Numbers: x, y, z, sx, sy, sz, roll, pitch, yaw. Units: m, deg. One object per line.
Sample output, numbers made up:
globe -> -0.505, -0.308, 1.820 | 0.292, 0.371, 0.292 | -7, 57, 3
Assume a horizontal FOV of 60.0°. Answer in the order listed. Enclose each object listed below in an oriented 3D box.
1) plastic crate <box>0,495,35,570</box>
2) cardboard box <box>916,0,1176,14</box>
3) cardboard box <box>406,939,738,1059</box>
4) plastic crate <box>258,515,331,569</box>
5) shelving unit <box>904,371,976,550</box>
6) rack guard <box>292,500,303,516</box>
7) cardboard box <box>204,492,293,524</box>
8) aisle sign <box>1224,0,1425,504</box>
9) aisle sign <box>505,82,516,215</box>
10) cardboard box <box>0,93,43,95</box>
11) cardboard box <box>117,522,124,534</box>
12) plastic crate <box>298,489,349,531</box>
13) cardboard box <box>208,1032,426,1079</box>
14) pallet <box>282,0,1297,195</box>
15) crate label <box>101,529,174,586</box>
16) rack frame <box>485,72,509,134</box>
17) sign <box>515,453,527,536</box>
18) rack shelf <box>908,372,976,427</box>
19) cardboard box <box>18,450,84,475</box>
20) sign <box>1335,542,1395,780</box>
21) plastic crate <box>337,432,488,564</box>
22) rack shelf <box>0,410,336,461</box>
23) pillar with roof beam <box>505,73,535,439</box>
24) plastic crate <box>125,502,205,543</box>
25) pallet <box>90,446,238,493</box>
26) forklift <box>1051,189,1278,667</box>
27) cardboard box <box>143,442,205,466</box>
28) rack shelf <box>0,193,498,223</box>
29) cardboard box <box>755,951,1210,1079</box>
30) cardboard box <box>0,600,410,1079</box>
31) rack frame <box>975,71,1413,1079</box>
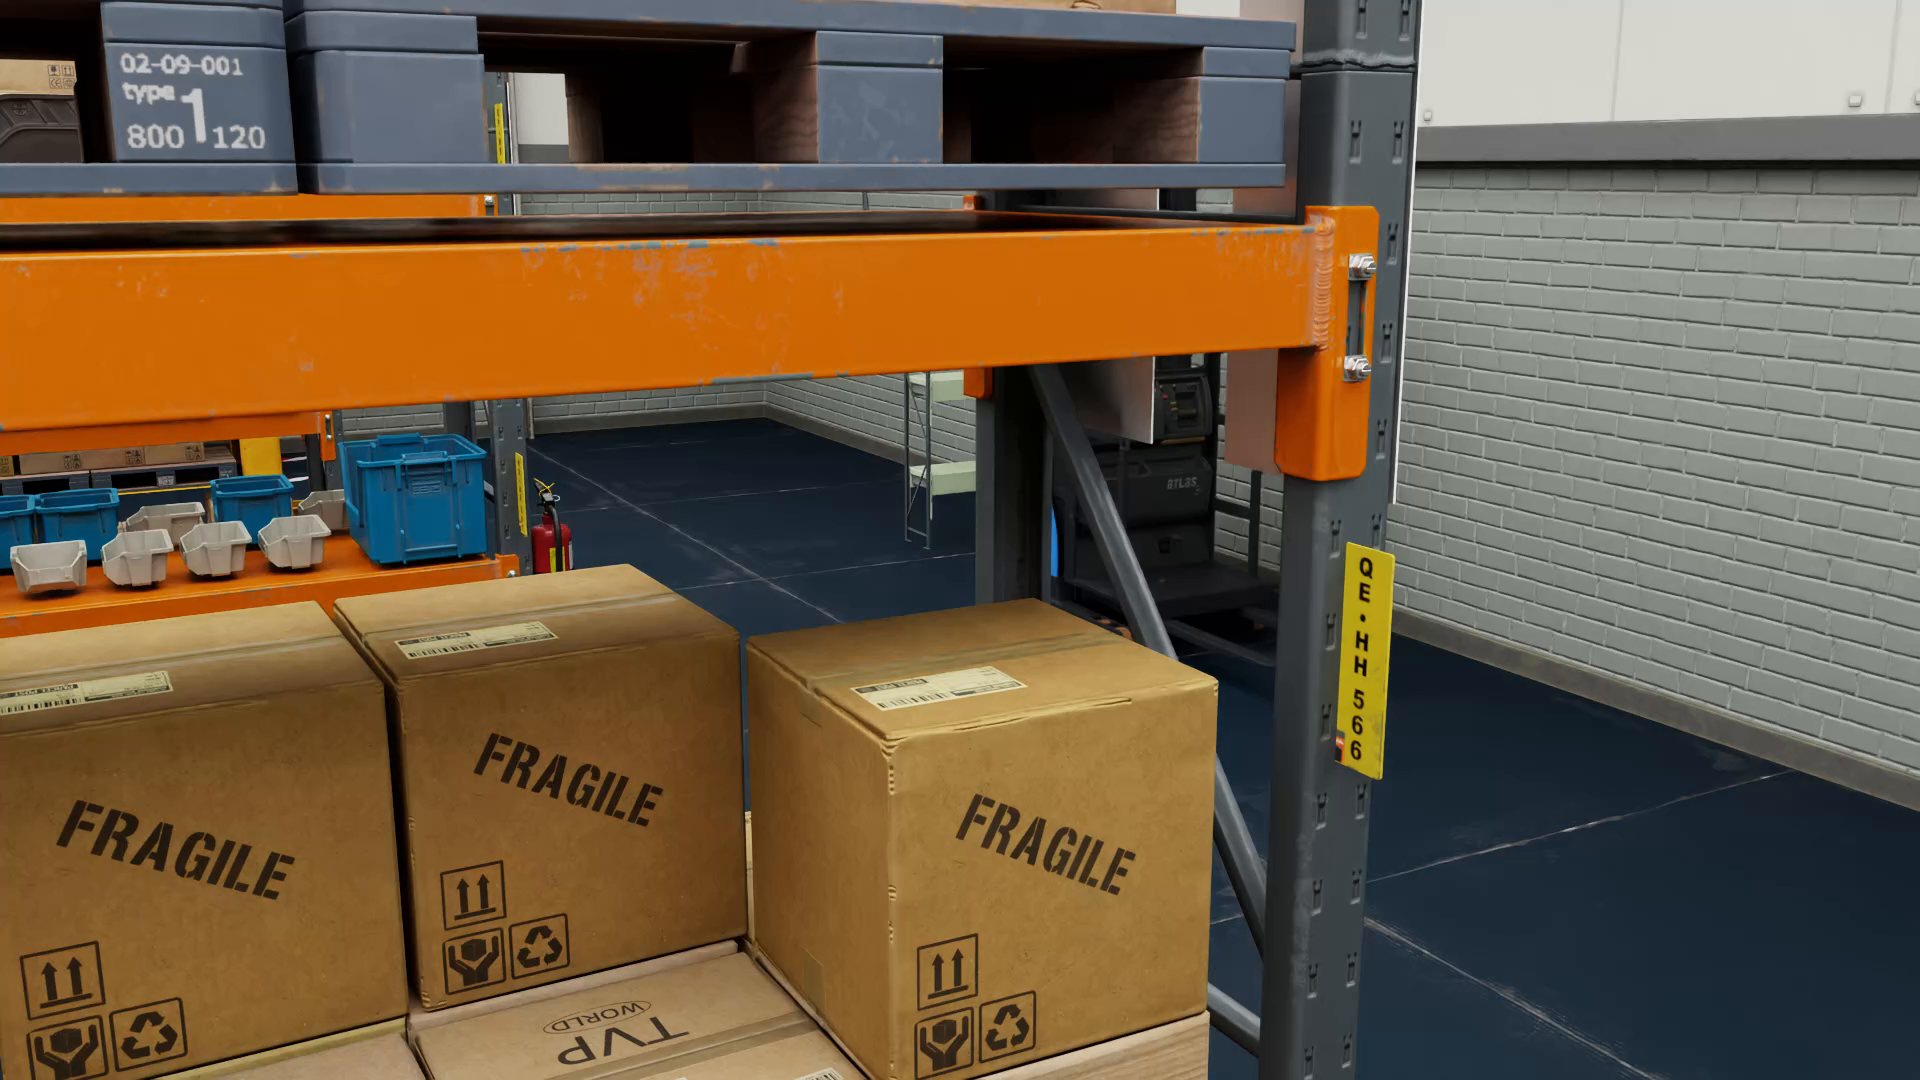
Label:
plastic crate -> -3.847, -0.025, 6.632 | 0.300, 0.233, 0.416 | -7, 14, -28
cardboard box -> -0.111, -0.956, 2.282 | 0.500, 0.500, 0.700 | -8, 15, -31
cardboard box -> -0.684, 0.727, 2.711 | 0.500, 0.250, 0.500 | -7, 14, -29
plastic crate -> -2.683, 0.010, 6.696 | 0.243, 0.136, 0.396 | -7, 14, -28
shelving unit -> -0.006, -0.731, 12.941 | 0.755, 1.500, 0.431 | -7, 14, -28
rack guard -> -4.490, 0.063, 11.692 | 0.348, 0.500, 1.175 | -7, 14, -28
cardboard box -> -4.783, -0.055, 11.214 | 0.500, 0.500, 0.500 | -7, 14, -28
aisle sign -> 0.527, -0.473, 2.460 | 0.004, 0.787, 0.394 | -7, 14, -28
aisle sign -> -1.850, -1.429, 6.707 | 0.004, 0.787, 0.394 | -7, 14, -28
cardboard box -> -5.632, -2.591, 10.163 | 0.500, 0.250, 0.500 | -7, 14, -28
cardboard box -> -5.915, 0.070, 11.228 | 0.500, 0.250, 0.500 | -7, 14, -28
plastic crate -> -2.749, -0.130, 7.320 | 0.298, 0.136, 0.250 | -7, 14, -28
cardboard box -> -0.871, 0.882, 2.024 | 0.500, 0.250, 0.500 | -7, 15, -30
pallet -> -0.327, -0.595, 2.293 | 1.213, 0.211, 1.003 | -7, 14, -28
crate label -> -3.177, 0.072, 6.422 | 0.243, 0.136, 0.396 | -7, 14, -28
rack frame -> -2.054, -3.137, 6.551 | 0.127, 3.000, 1.000 | -7, 14, -28
sign -> -1.776, -0.185, 6.729 | 0.005, 0.325, 0.100 | -7, 14, -28
rack shelf -> -0.006, -1.112, 12.856 | 0.720, 0.370, 0.431 | -7, 14, -28
cardboard box -> -8.247, -0.906, 15.039 | 0.500, 0.500, 0.700 | -7, 15, -30
sign -> 0.567, 0.170, 2.344 | 0.005, 0.325, 0.100 | -7, 14, -28
plastic crate -> -2.258, -0.185, 6.883 | 0.499, 0.435, 0.616 | -7, 14, -28
rack shelf -> -6.179, -0.604, 10.597 | 4.000, 0.370, 1.077 | -7, 14, -28
pillar with roof beam -> -2.782, -4.667, 13.351 | 0.400, 9.000, 9.100 | -7, 14, -28
plastic crate -> -3.345, -0.059, 7.003 | 0.298, 0.136, 0.250 | -7, 14, -28
pallet -> -7.465, -0.659, 15.559 | 1.213, 0.211, 1.003 | -7, 14, -28
forklift -> 1.278, -0.853, 10.224 | 1.130, 2.935, 3.031 | -7, 14, -27
cardboard box -> -7.367, -1.012, 15.509 | 0.500, 0.500, 0.700 | -7, 14, -28
rack shelf -> -3.809, -1.112, 6.025 | 4.000, 0.370, 1.077 | -7, 14, -28
cardboard box -> 0.021, 0.775, 2.499 | 0.500, 0.250, 0.500 | -7, 15, -29
cardboard box -> -1.122, 0.414, 2.396 | 0.500, 0.500, 0.500 | -7, 15, -29
rack frame -> 0.320, 0.745, 2.969 | 0.127, 3.000, 1.000 | -7, 14, -28
